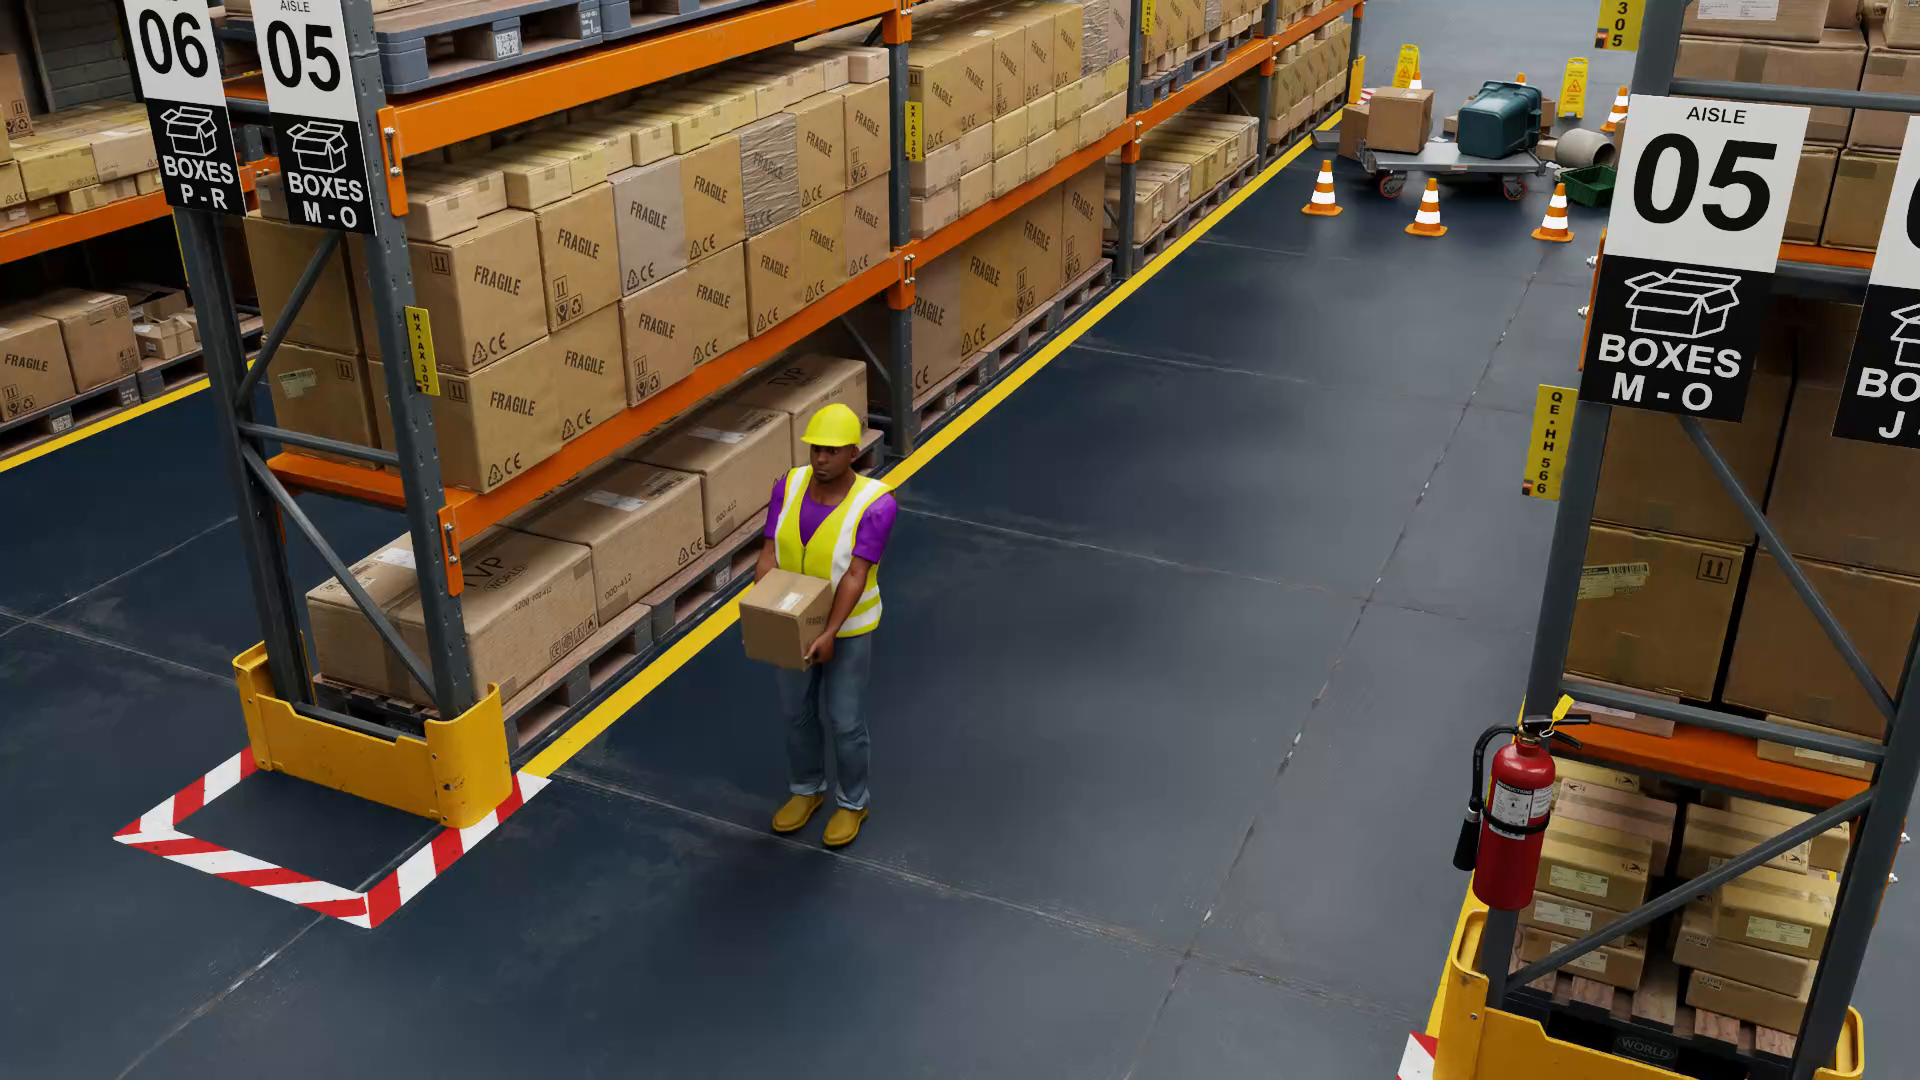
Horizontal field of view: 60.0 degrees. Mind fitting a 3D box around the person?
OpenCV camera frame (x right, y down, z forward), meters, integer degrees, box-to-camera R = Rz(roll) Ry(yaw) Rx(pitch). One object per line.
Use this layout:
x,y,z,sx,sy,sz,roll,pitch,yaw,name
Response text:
-0.543,0.361,6.351,0.503,1.760,0.587,12,28,23,person
